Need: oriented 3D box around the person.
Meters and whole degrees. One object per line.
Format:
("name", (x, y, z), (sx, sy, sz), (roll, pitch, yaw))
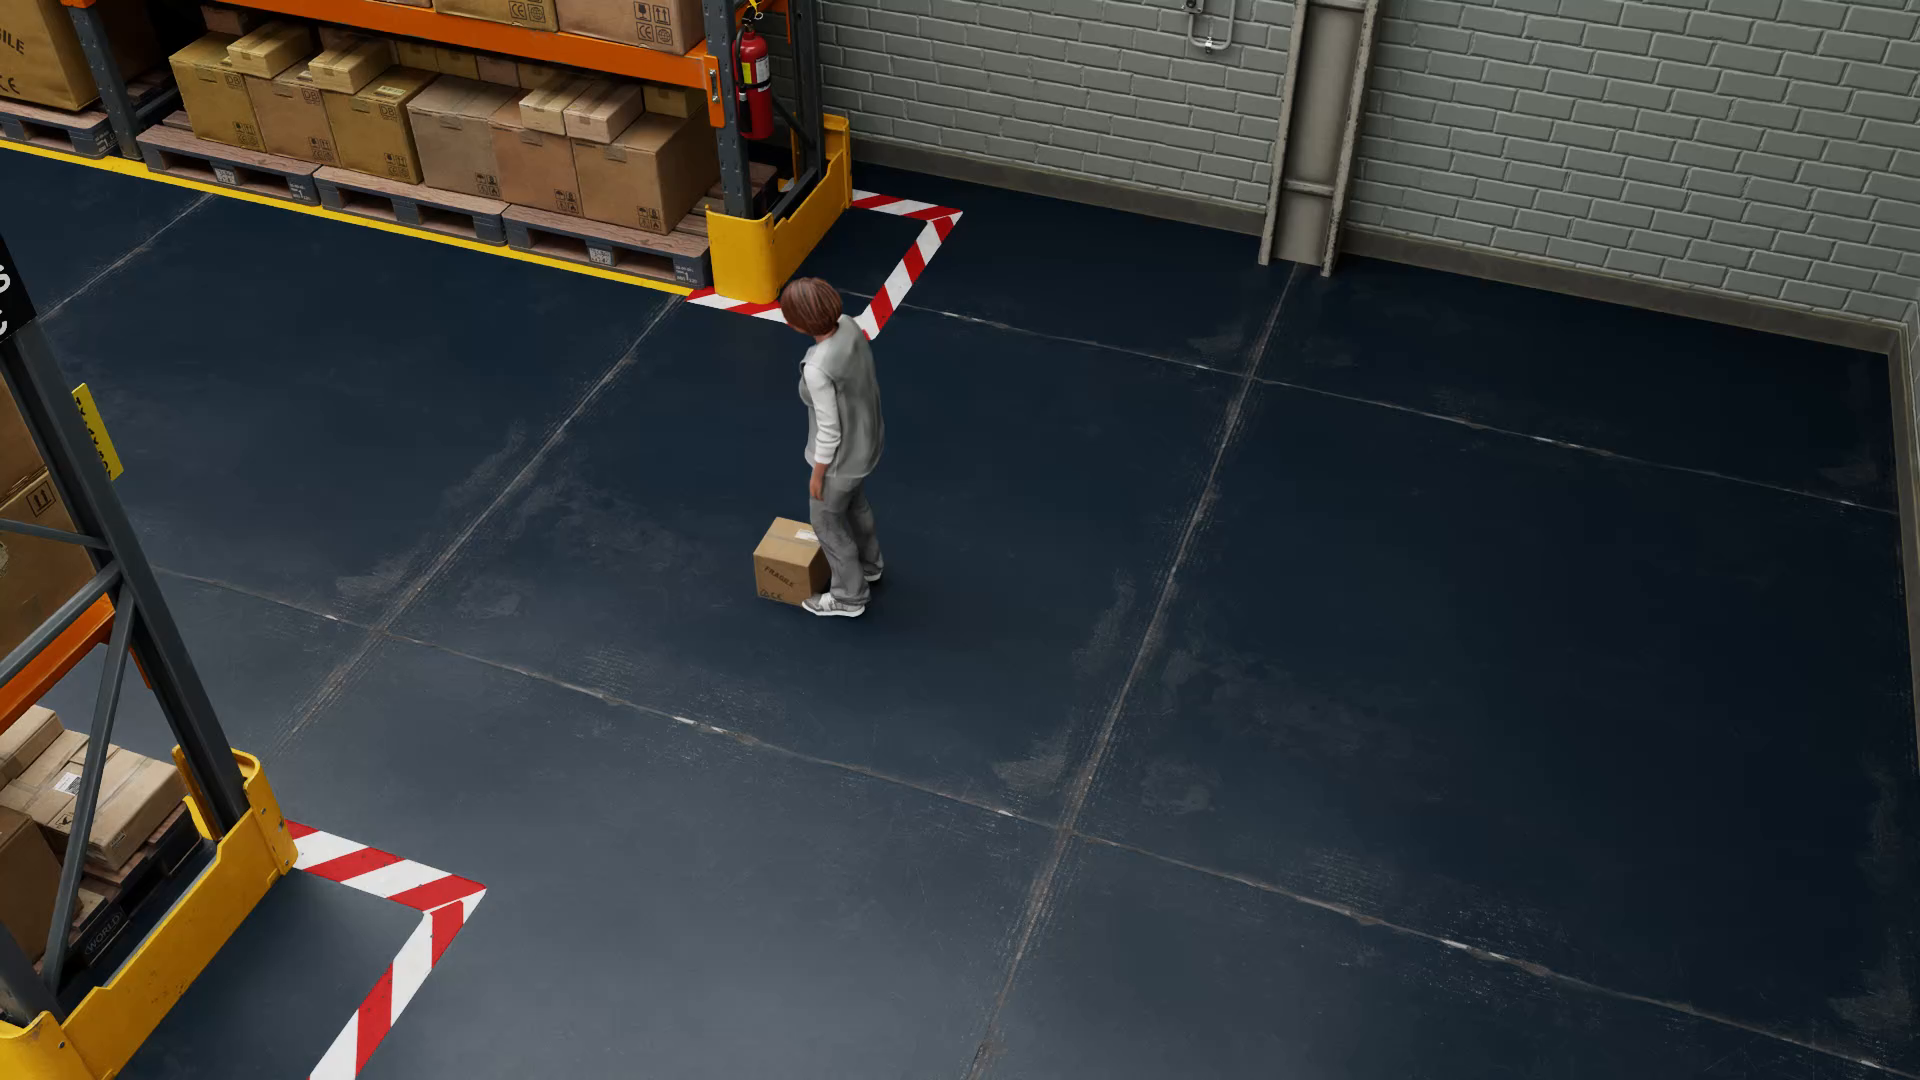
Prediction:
("person", (-0.478, -0.352, 6.560), (0.347, 1.590, 0.473), (12, 43, 13))
